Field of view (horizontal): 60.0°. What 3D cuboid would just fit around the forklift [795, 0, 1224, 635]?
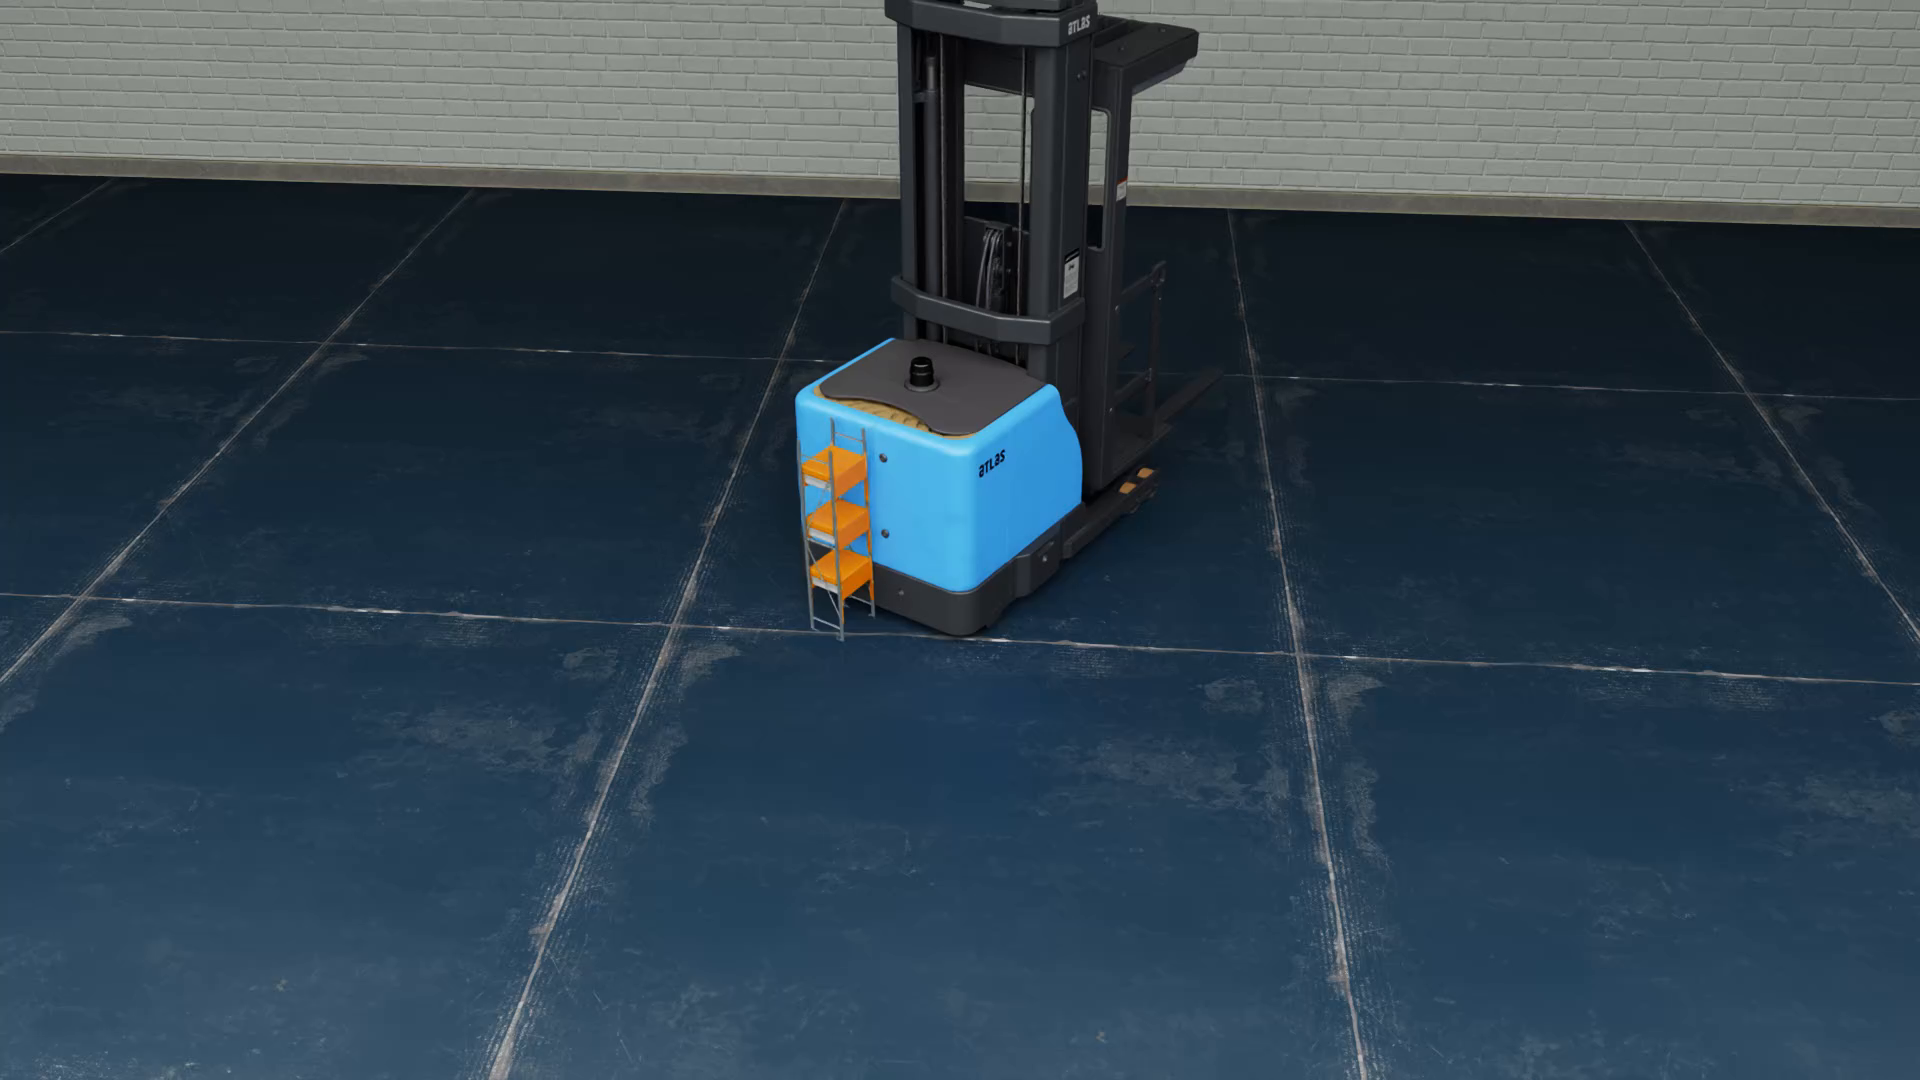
[{"bbox_3d":[0.452,-1.522,8.426,1.130,2.935,3.031,20,37,29],"label":"forklift"}]

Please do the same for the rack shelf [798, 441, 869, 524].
[{"bbox_3d":[-0.580,-0.267,7.656,0.215,0.259,0.240,20,38,29],"label":"rack shelf"}]

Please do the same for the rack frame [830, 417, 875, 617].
[{"bbox_3d":[-0.506,-0.093,7.888,0.200,1.050,0.008,20,38,29],"label":"rack frame"}]

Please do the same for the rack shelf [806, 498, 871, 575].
[{"bbox_3d":[-0.575,-0.029,7.810,0.215,0.259,0.240,20,38,29],"label":"rack shelf"}]

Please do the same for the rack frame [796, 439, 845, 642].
[{"bbox_3d":[-0.645,0.018,7.720,0.200,1.050,0.008,20,38,29],"label":"rack frame"}]

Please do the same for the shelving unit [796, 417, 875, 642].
[{"bbox_3d":[-0.576,-0.038,7.804,0.215,1.050,0.252,20,38,29],"label":"shelving unit"}]

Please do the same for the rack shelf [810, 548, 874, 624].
[{"bbox_3d":[-0.571,0.204,7.961,0.215,0.259,0.240,20,38,29],"label":"rack shelf"}]
